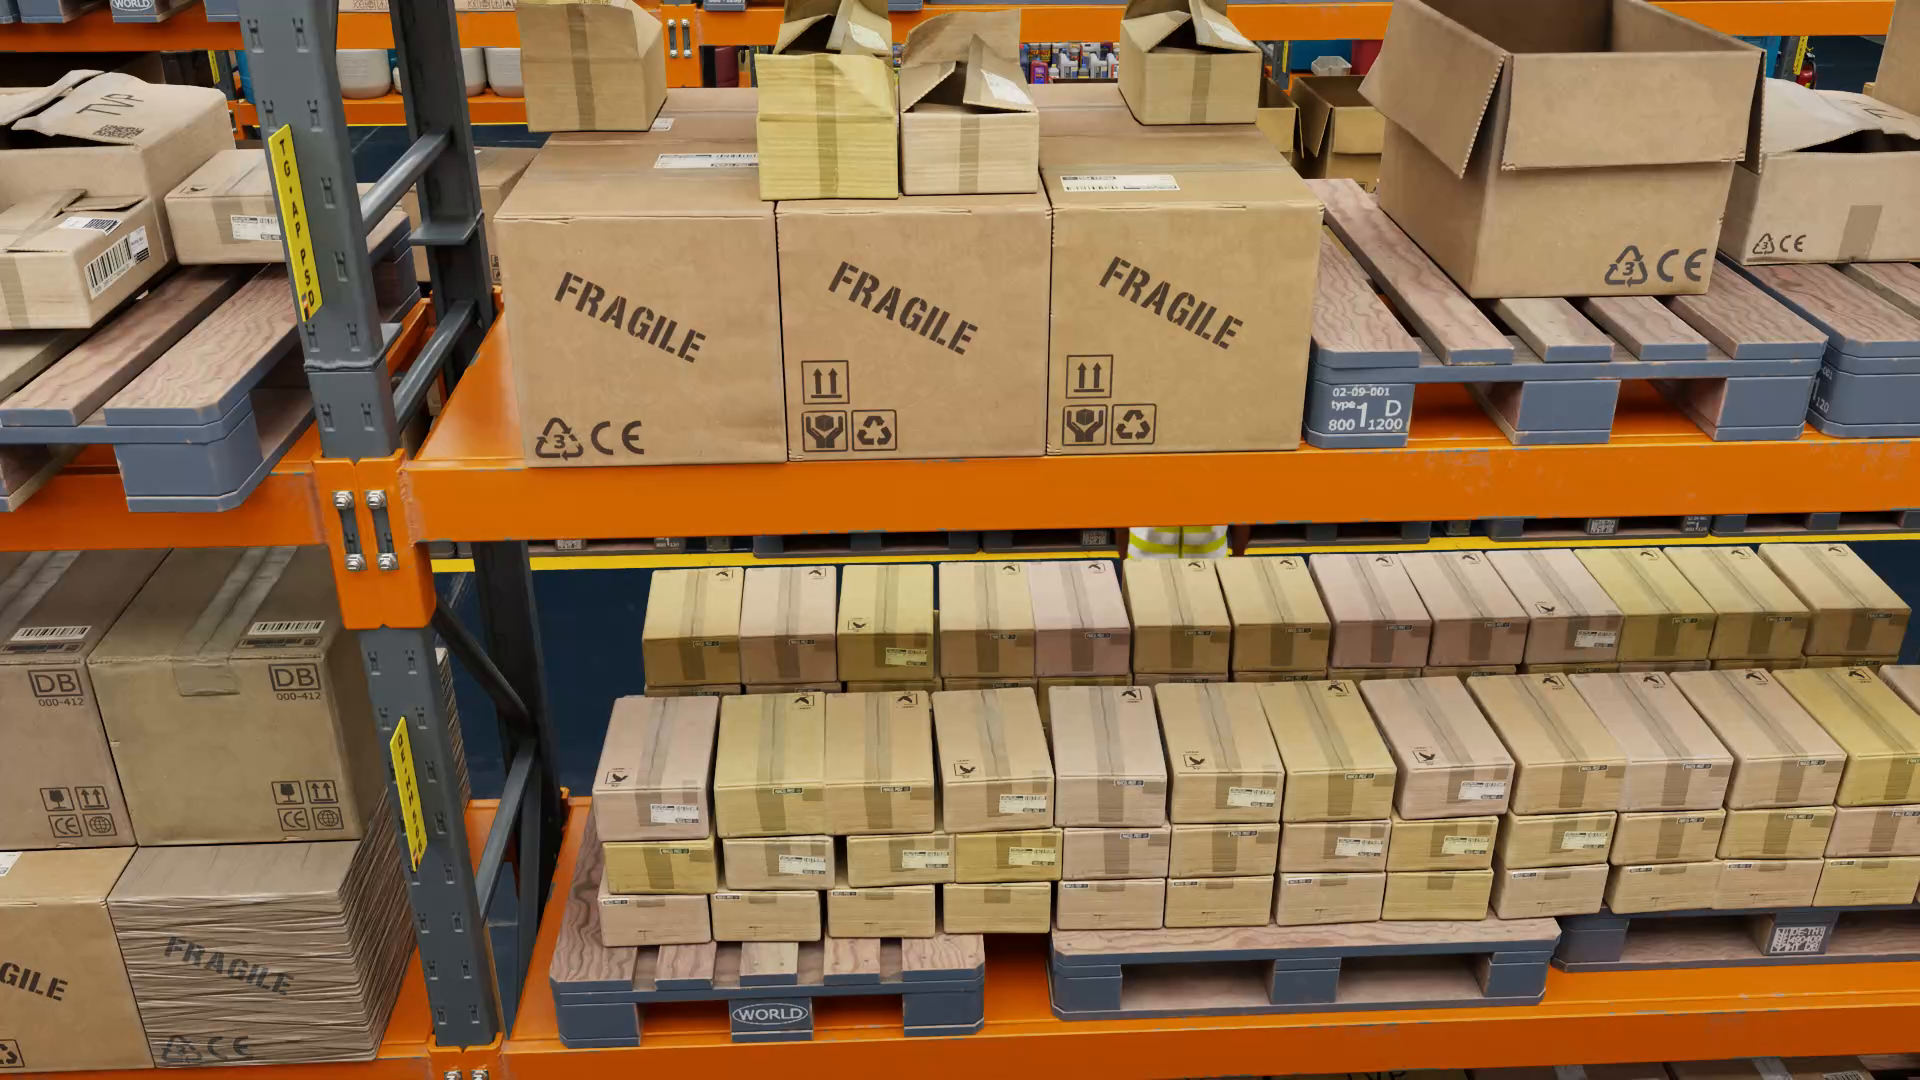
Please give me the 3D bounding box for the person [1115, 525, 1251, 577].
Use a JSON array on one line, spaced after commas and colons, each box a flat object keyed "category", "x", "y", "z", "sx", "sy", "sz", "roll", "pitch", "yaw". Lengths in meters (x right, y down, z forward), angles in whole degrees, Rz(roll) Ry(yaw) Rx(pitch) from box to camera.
[{"category": "person", "x": 0.917, "y": 0.095, "z": 6.926, "sx": 0.573, "sy": 1.751, "sz": 0.384, "roll": -1, "pitch": 27, "yaw": -1}]
